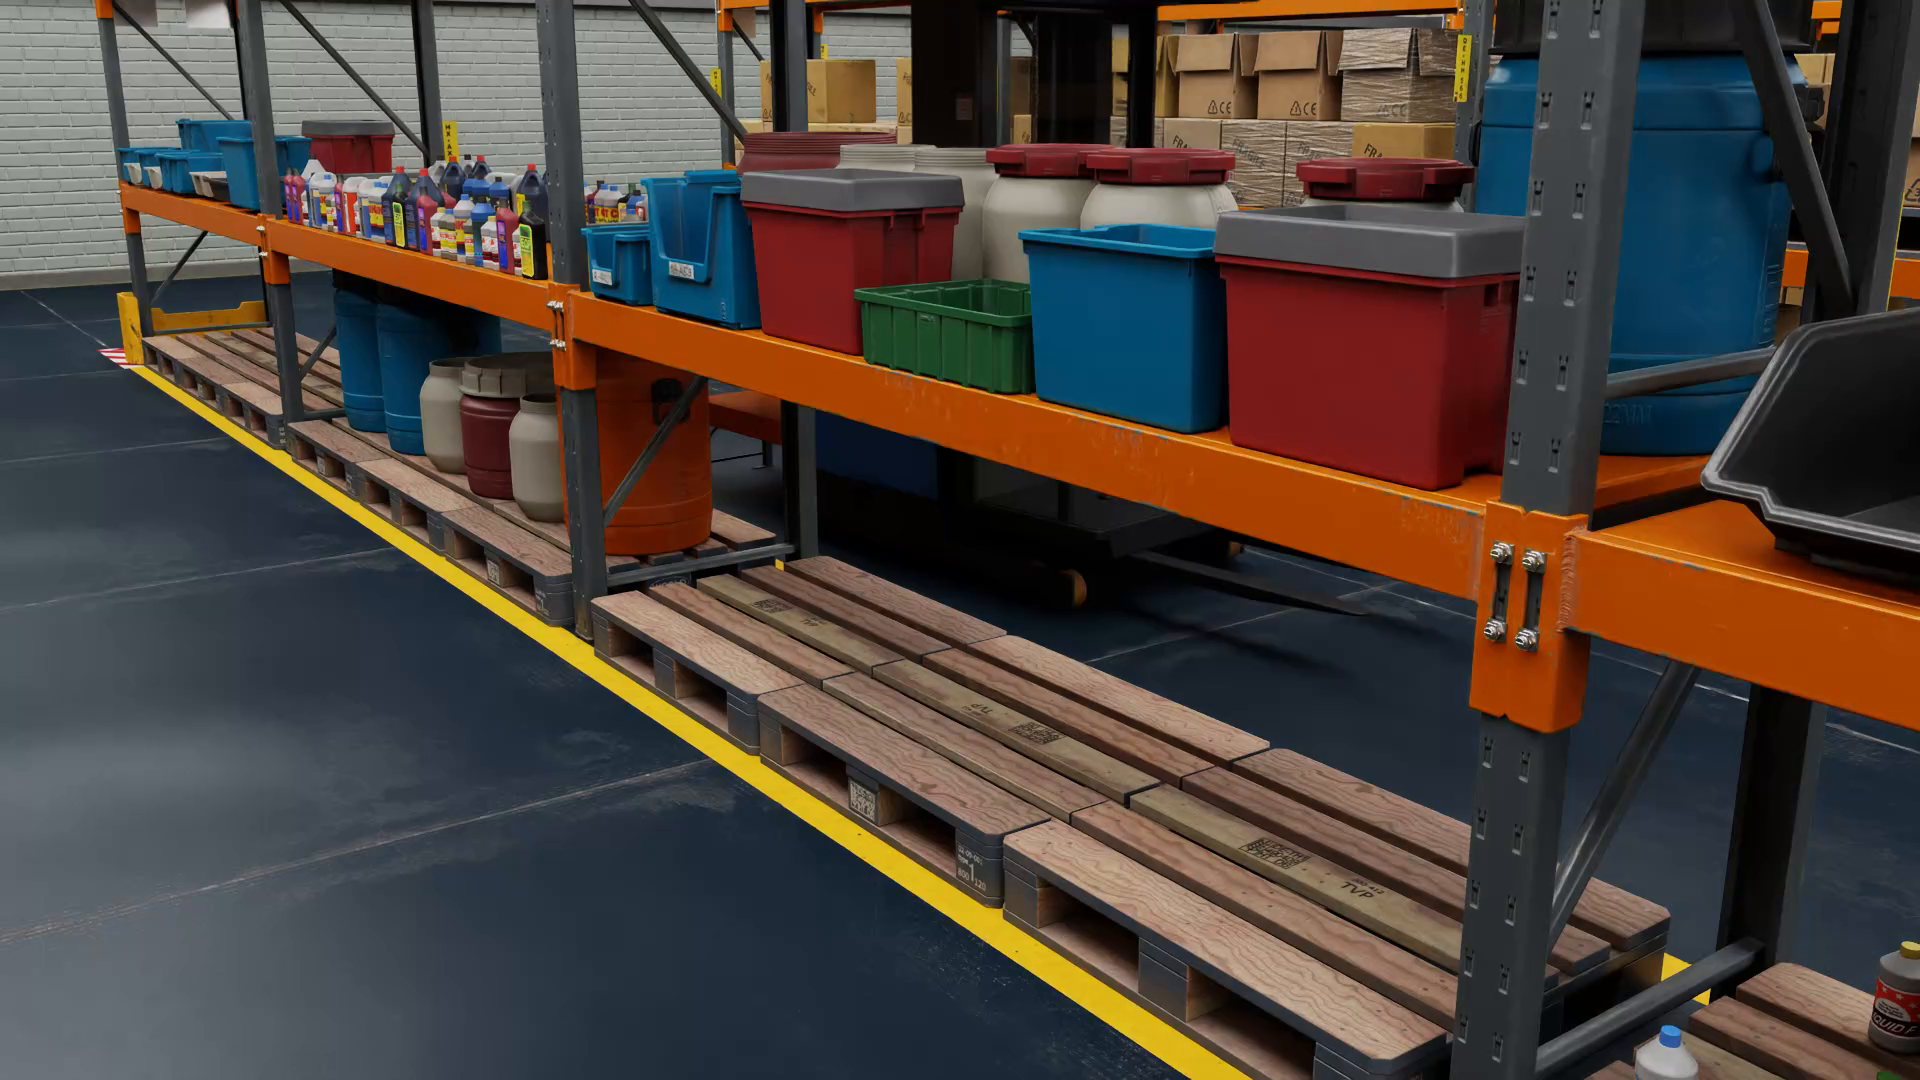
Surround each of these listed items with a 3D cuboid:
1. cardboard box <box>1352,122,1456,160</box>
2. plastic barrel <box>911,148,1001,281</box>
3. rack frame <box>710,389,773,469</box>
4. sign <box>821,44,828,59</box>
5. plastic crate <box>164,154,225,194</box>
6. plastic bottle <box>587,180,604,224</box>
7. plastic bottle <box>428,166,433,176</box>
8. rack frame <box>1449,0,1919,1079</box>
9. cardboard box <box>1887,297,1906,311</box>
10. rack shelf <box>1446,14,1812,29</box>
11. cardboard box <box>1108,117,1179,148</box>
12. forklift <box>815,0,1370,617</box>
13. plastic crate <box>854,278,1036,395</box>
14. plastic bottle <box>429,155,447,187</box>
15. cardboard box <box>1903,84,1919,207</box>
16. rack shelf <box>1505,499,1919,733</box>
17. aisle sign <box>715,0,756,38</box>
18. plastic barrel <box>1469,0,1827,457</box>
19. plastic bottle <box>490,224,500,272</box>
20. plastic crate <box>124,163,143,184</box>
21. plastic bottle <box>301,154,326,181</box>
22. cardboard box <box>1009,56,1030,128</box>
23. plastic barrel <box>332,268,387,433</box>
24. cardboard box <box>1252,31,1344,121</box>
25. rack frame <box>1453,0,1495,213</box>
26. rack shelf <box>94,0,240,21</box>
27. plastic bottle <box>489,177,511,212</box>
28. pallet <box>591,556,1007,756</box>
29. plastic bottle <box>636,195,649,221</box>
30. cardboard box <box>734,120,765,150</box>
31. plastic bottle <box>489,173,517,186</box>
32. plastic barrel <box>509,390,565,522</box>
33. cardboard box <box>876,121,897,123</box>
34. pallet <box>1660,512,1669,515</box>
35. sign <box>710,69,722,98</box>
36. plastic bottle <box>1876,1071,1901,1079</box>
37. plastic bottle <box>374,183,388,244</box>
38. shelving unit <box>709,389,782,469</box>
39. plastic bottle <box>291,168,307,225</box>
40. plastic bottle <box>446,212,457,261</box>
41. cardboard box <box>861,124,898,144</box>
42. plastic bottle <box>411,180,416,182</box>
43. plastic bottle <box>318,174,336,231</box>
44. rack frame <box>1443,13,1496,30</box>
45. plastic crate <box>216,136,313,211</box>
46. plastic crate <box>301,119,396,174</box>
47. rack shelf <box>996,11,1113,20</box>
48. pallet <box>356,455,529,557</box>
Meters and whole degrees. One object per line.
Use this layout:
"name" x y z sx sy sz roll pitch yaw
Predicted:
"cardboard box" 2.508 -2.036 9.143 0.500 0.500 0.500 -10 18 -33
"plastic barrel" 0.017 -0.930 5.078 0.421 0.512 0.421 0 15 0
"rack frame" -1.219 -0.904 8.749 0.500 1.125 0.032 -13 20 -39
"sign" -1.258 -4.383 15.266 0.100 0.325 0.005 -11 19 -35
"plastic crate" -4.882 -2.359 10.718 0.416 0.233 0.300 -11 19 -35
"plastic bottle" -1.643 -1.492 7.567 0.061 0.283 0.133 -11 19 -35
"plastic bottle" -2.867 -1.912 9.116 0.152 0.276 0.135 -11 19 -35
"rack frame" 1.344 -0.298 2.982 1.000 3.000 0.127 -11 19 -35
"cardboard box" 6.860 -1.857 12.617 0.500 0.500 0.500 -12 19 -37
"rack shelf" 7.487 -5.840 18.912 1.077 0.370 4.000 -11 19 -35
"cardboard box" 1.305 -2.472 10.737 0.500 0.500 0.500 -11 19 -36
"forklift" 0.585 -1.286 6.723 1.130 2.935 3.031 -14 21 -42
"plastic crate" 0.092 -0.524 4.209 0.450 0.188 0.662 -11 19 -35
"plastic bottle" -2.671 -1.815 8.617 0.144 0.351 0.185 -11 19 -35
"cardboard box" 4.256 -1.675 7.022 0.797 0.503 0.637 -9 18 -29
"rack shelf" 2.520 0.476 1.517 1.077 0.370 4.000 -11 19 -35
"aisle sign" -1.990 -4.852 14.696 0.394 0.787 0.004 -11 19 -35
"plastic barrel" 1.362 -0.669 3.389 0.600 0.901 0.708 -11 19 -35
"plastic bottle" -1.780 -1.153 6.483 0.097 0.201 0.097 0 15 0
"plastic crate" -5.711 -2.577 11.695 0.250 0.136 0.298 -11 19 -35
"plastic bottle" -3.391 -1.848 8.740 0.144 0.351 0.185 -11 19 -35
"cardboard box" 0.160 -3.264 12.121 0.500 0.500 0.500 -10 18 -33
"plastic barrel" -3.054 -1.078 9.011 0.600 0.901 0.708 -11 19 -35
"cardboard box" 2.201 -2.751 9.856 0.797 0.503 0.637 -10 18 -33
"rack frame" 2.998 -1.921 8.912 1.000 3.000 0.127 -11 19 -35
"rack shelf" -4.536 -3.533 10.483 1.077 0.370 4.000 -11 19 -35
"plastic bottle" -2.230 -1.623 8.067 0.097 0.271 0.097 0 15 0
"pallet" -0.584 0.364 5.845 1.003 0.211 1.213 -11 19 -35
"plastic bottle" -1.273 -1.334 7.001 0.152 0.276 0.135 -11 19 -35
"cardboard box" -1.641 -3.556 14.607 0.500 0.250 0.500 -11 19 -36
"plastic bottle" -2.276 -1.698 8.333 0.152 0.276 0.135 -11 19 -35
"plastic barrel" -1.714 -0.363 7.138 0.421 0.512 0.421 0 15 0
"cardboard box" -0.608 -3.421 14.114 0.500 0.250 0.500 -12 19 -36
"pallet" 3.457 -0.409 8.670 1.003 0.211 1.213 -11 19 -35
"sign" -2.158 -4.000 14.719 0.100 0.325 0.005 -11 19 -35
"plastic bottle" 1.475 0.984 2.610 0.061 0.283 0.133 -11 19 -35
"plastic bottle" -2.612 -1.489 7.578 0.097 0.271 0.097 0 15 0
"shelving unit" -0.890 -0.802 8.376 0.538 1.125 1.048 -13 20 -39
"plastic bottle" -3.411 -1.777 8.607 0.061 0.283 0.133 -11 19 -35
"plastic bottle" -2.066 -1.257 6.863 0.097 0.201 0.097 0 15 0
"cardboard box" -0.432 -3.119 13.009 0.500 0.250 0.500 -10 18 -33
"plastic bottle" -2.957 -1.853 9.041 0.097 0.201 0.097 0 15 0
"plastic bottle" -3.135 -1.679 8.272 0.097 0.271 0.097 0 15 0
"rack frame" 6.311 -5.167 20.774 1.000 3.000 0.127 -11 19 -35
"plastic crate" -3.910 -2.074 9.389 0.392 0.384 0.575 -11 19 -35
"plastic crate" -3.682 -2.296 10.046 0.402 0.464 0.583 -11 19 -35
"rack shelf" 1.823 -3.448 10.171 1.077 0.370 4.000 -11 19 -35
"pallet" -2.218 -0.229 8.014 1.003 0.211 1.213 -11 19 -35
